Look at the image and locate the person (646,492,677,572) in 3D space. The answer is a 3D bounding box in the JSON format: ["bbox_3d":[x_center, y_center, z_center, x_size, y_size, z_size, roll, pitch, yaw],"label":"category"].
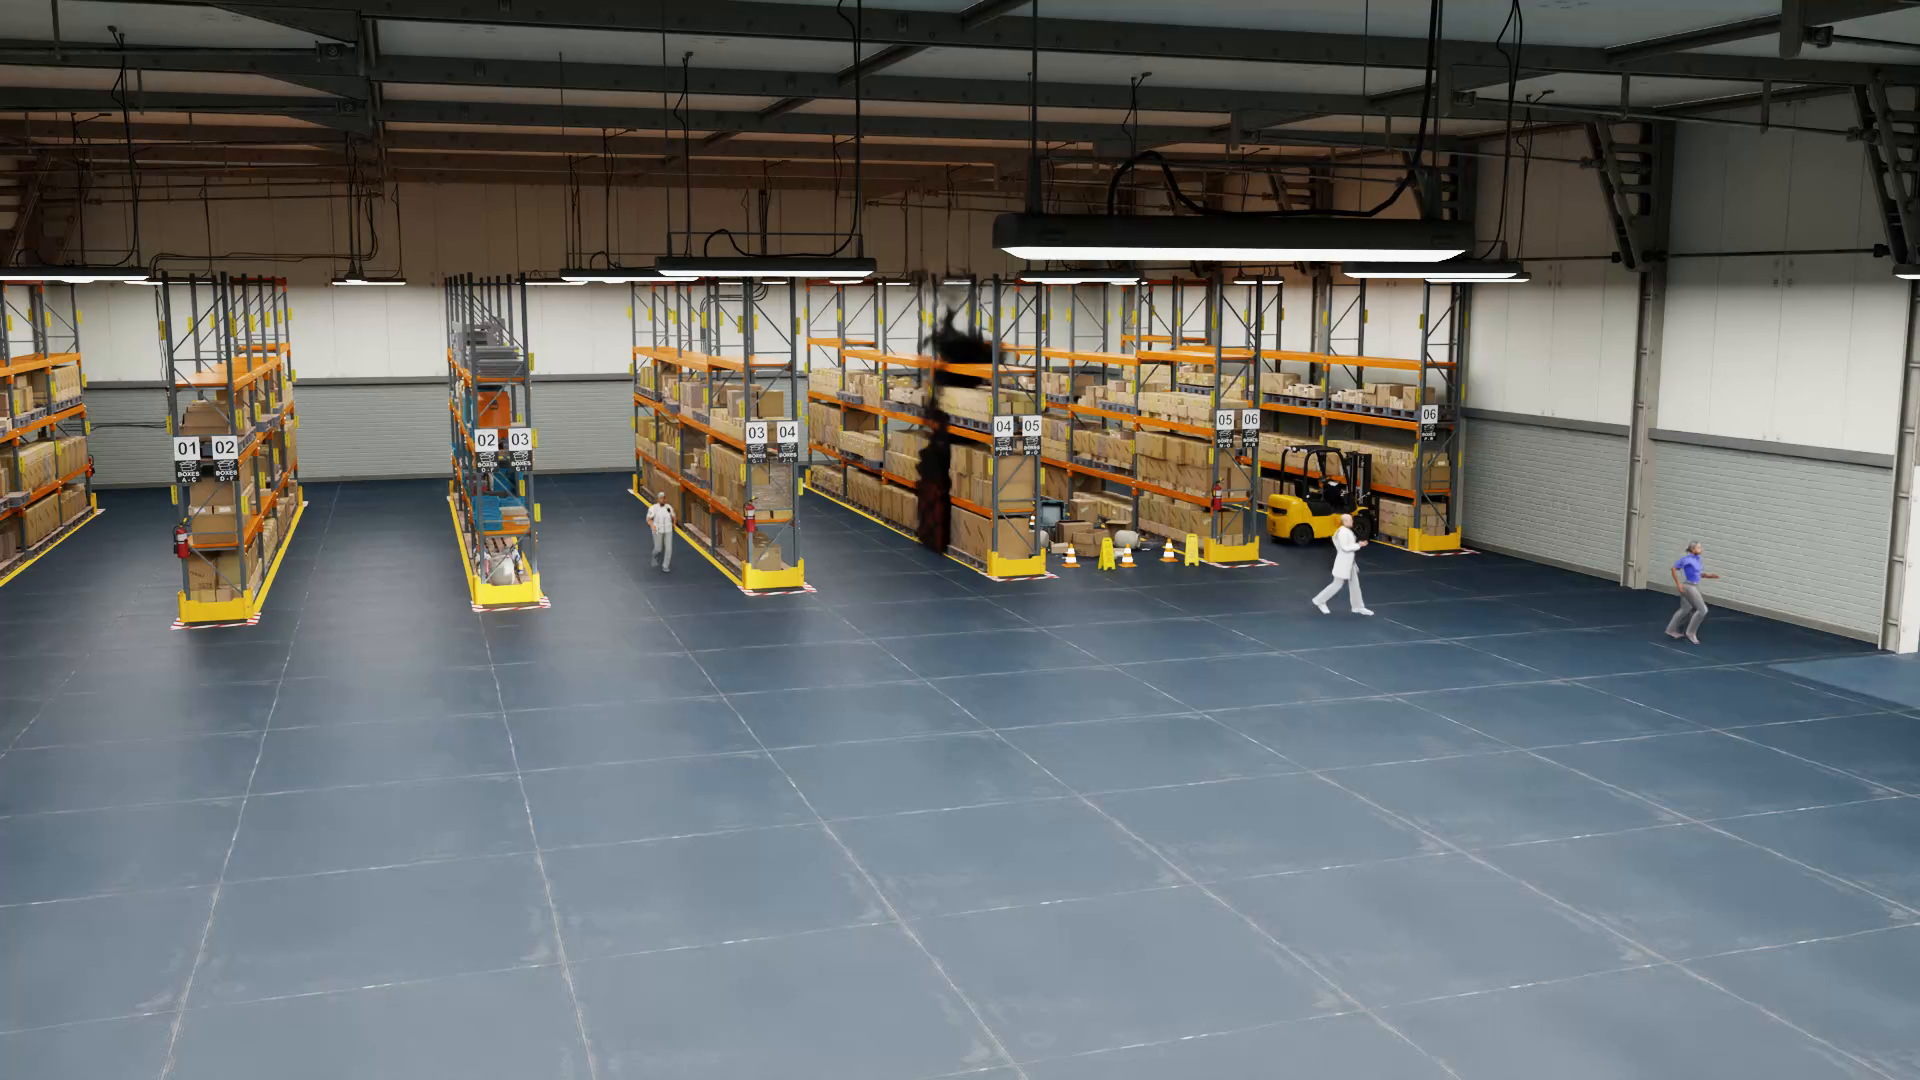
[{"bbox_3d":[-6.052,-0.171,33.872,0.624,1.618,0.565,-4,9,-24],"label":"person"}]

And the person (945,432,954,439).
[{"bbox_3d":[-0.314,-2.810,51.195,0.503,1.647,0.650,-1,9,-8],"label":"person"}]

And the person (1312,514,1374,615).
[{"bbox_3d":[6.724,0.420,29.098,1.047,1.766,0.710,4,9,24],"label":"person"}]

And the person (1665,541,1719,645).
[{"bbox_3d":[11.901,0.849,27.024,0.770,1.689,0.563,6,11,36],"label":"person"}]

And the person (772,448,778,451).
[{"bbox_3d":[-5.083,-2.155,46.392,0.681,1.702,1.018,-3,9,-17],"label":"person"}]
